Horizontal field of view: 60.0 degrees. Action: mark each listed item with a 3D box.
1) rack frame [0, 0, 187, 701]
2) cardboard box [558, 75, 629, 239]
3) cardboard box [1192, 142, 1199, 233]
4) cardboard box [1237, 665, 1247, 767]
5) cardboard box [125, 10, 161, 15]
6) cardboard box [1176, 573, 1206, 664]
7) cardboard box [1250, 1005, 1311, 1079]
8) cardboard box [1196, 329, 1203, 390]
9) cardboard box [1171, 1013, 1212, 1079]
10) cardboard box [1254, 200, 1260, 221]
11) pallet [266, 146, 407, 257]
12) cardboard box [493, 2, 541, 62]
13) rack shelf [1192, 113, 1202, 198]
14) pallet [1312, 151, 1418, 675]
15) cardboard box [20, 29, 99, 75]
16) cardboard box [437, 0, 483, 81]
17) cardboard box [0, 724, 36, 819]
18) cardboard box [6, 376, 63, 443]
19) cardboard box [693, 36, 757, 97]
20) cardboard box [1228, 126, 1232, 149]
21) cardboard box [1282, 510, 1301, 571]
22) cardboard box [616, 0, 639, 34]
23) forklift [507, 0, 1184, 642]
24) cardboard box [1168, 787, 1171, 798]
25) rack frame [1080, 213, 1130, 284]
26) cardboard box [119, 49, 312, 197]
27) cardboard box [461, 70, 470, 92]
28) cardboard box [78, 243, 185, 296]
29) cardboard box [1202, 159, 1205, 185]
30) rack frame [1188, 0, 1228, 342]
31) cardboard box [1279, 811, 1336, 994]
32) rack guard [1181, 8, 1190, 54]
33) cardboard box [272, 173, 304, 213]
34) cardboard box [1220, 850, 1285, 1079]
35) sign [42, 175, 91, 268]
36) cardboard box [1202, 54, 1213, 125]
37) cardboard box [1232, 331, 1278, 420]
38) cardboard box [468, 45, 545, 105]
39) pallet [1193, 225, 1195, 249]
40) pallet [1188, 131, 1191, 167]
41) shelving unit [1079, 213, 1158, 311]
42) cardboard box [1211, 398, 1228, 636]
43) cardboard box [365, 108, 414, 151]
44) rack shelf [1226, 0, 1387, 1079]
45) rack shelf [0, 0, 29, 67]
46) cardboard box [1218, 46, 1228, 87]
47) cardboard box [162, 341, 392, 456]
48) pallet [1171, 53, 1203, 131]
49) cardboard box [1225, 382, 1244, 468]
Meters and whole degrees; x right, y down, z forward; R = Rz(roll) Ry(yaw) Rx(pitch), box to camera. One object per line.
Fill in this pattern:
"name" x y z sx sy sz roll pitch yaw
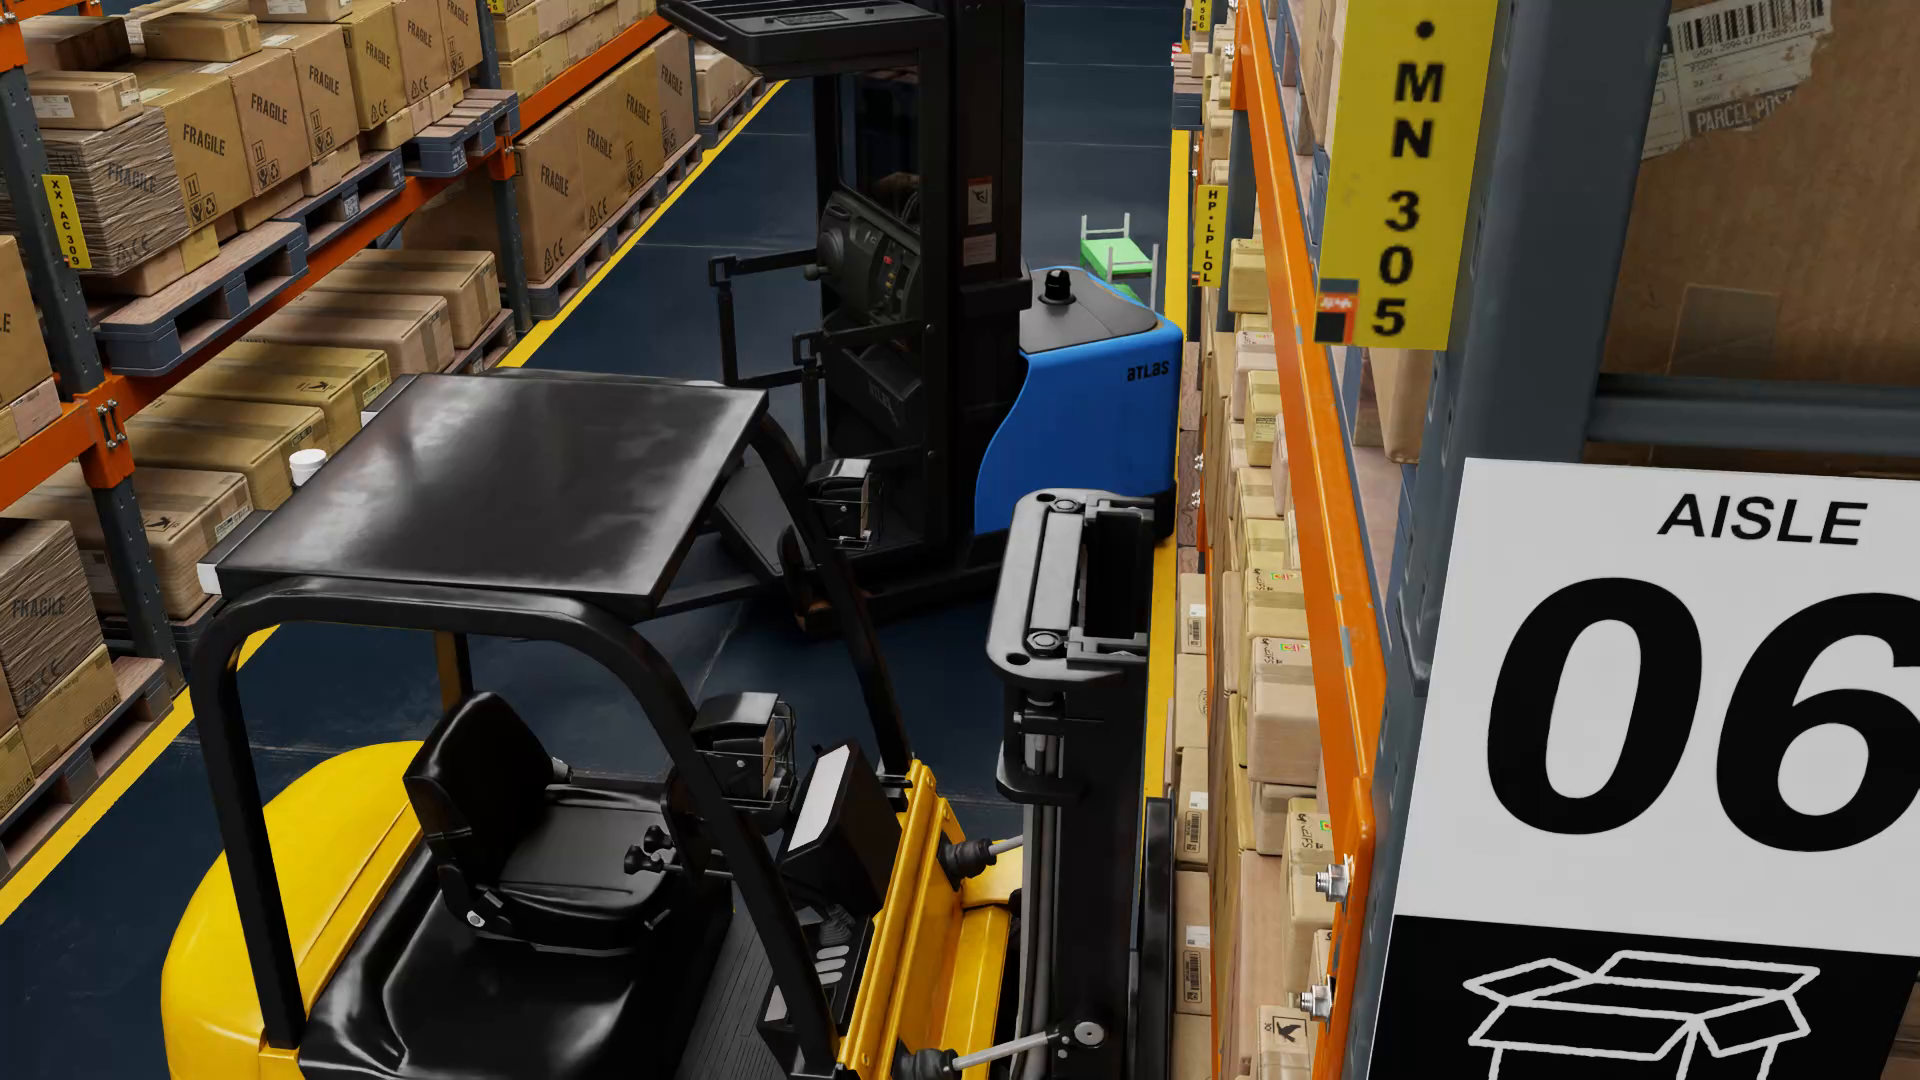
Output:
"rack frame" -3.602 -0.735 5.952 1.000 3.000 0.127 3 28 6
"cardboard box" -2.831 -2.608 11.225 0.875 0.875 0.875 4 29 7
"cardboard box" 1.832 -2.355 11.151 0.500 0.500 0.500 2 28 4
"cardboard box" 0.732 0.320 3.204 0.380 0.149 0.250 4 29 7
"cardboard box" -7.535 -4.844 15.515 0.380 0.149 0.250 3 29 6
"cardboard box" 0.955 0.346 5.347 0.500 0.250 0.500 3 28 5
"cardboard box" 0.601 0.803 2.307 0.380 0.149 0.250 4 29 7
"cardboard box" 1.725 -1.178 8.835 0.875 0.625 0.625 4 29 8
"cardboard box" 0.691 1.306 3.565 0.500 0.250 0.500 4 29 7
"cardboard box" 1.160 -1.075 5.793 0.380 0.149 0.250 3 28 5
"pallet" -3.313 -1.600 7.759 1.003 0.211 1.213 3 28 6
"cardboard box" -2.804 -2.997 9.780 0.500 0.250 0.500 3 28 6
"rack shelf" 2.060 -2.956 10.833 1.077 0.370 4.000 3 28 6
"pallet" 0.947 -0.179 1.850 1.003 0.211 1.213 3 28 6
"cardboard box" -3.698 -1.936 6.636 0.380 0.149 0.250 3 28 5
"cardboard box" -2.891 -2.748 8.826 0.500 0.500 0.500 3 28 5
"cardboard box" -3.463 0.835 5.493 0.500 0.250 0.500 3 28 5
"cardboard box" -3.338 -0.456 5.698 0.380 0.149 0.250 3 28 6
"cardboard box" -2.329 -4.269 14.770 0.875 0.438 0.875 3 28 5
"cardboard box" 1.274 -1.555 6.685 0.380 0.149 0.250 4 29 7
"cardboard box" 0.852 0.070 3.354 0.380 0.149 0.250 4 29 7
"cardboard box" -2.570 -3.733 11.675 0.500 0.250 0.500 3 28 5
"forklift" -0.566 -1.157 6.808 3.031 2.935 1.130 -13 31 -23
"cardboard box" 0.890 1.025 5.141 0.500 0.250 0.500 3 28 5
"rack frame" 0.719 -1.076 8.482 0.240 1.200 0.015 -5 29 -9
"cardboard box" -3.125 -1.767 7.005 0.500 0.500 0.500 3 28 6
"cardboard box" -2.918 -2.525 9.096 0.380 0.149 0.250 4 29 8
"cardboard box" -3.220 -1.052 6.361 0.380 0.149 0.250 4 29 7
"cardboard box" 1.452 -1.834 8.151 0.500 0.250 0.500 3 28 5
"rack frame" 1.815 -2.332 8.915 1.000 3.000 0.127 3 28 6
"cardboard box" 0.674 0.550 2.463 0.380 0.149 0.250 4 29 7
"rack guard" 2.786 -4.961 16.432 1.175 0.500 0.348 3 28 6
"cardboard box" -3.117 -1.541 7.270 0.380 0.149 0.250 4 29 7
"cardboard box" 0.708 0.900 2.812 0.500 0.500 0.500 4 29 8
"sign" -3.062 -1.089 5.695 0.100 0.325 0.005 3 28 6
"cardboard box" 1.494 -2.292 8.474 0.500 0.250 0.500 3 28 6
"cardboard box" 0.893 -0.412 4.250 0.380 0.149 0.250 4 29 7
"cardboard box" -2.802 -2.768 9.883 0.500 0.250 0.500 3 28 5
"pallet" 2.096 -2.026 11.288 1.003 0.211 1.213 3 28 6
"pallet" 2.391 -3.310 13.672 1.003 0.211 1.213 3 28 6
"shelving unit" 0.765 -0.962 8.271 0.258 1.200 0.503 -5 29 -9
"cardboard box" 0.964 -0.053 4.580 0.500 0.500 0.500 4 29 7
"cardboard box" -2.924 -2.025 8.167 0.380 0.149 0.250 4 29 7
"rack shelf" 1.080 -0.511 3.132 1.077 0.370 4.000 3 28 6
"rack shelf" -3.356 -2.681 7.159 1.077 0.370 4.000 3 28 6
"cardboard box" 1.446 -2.280 8.030 0.380 0.149 0.250 4 29 8
"cardboard box" -3.372 -0.676 8.171 0.950 0.372 0.625 4 29 8
"pallet" 1.829 -2.570 9.561 1.213 0.211 1.003 3 28 6
"cardboard box" 0.887 -0.285 4.328 0.380 0.149 0.250 4 29 7
